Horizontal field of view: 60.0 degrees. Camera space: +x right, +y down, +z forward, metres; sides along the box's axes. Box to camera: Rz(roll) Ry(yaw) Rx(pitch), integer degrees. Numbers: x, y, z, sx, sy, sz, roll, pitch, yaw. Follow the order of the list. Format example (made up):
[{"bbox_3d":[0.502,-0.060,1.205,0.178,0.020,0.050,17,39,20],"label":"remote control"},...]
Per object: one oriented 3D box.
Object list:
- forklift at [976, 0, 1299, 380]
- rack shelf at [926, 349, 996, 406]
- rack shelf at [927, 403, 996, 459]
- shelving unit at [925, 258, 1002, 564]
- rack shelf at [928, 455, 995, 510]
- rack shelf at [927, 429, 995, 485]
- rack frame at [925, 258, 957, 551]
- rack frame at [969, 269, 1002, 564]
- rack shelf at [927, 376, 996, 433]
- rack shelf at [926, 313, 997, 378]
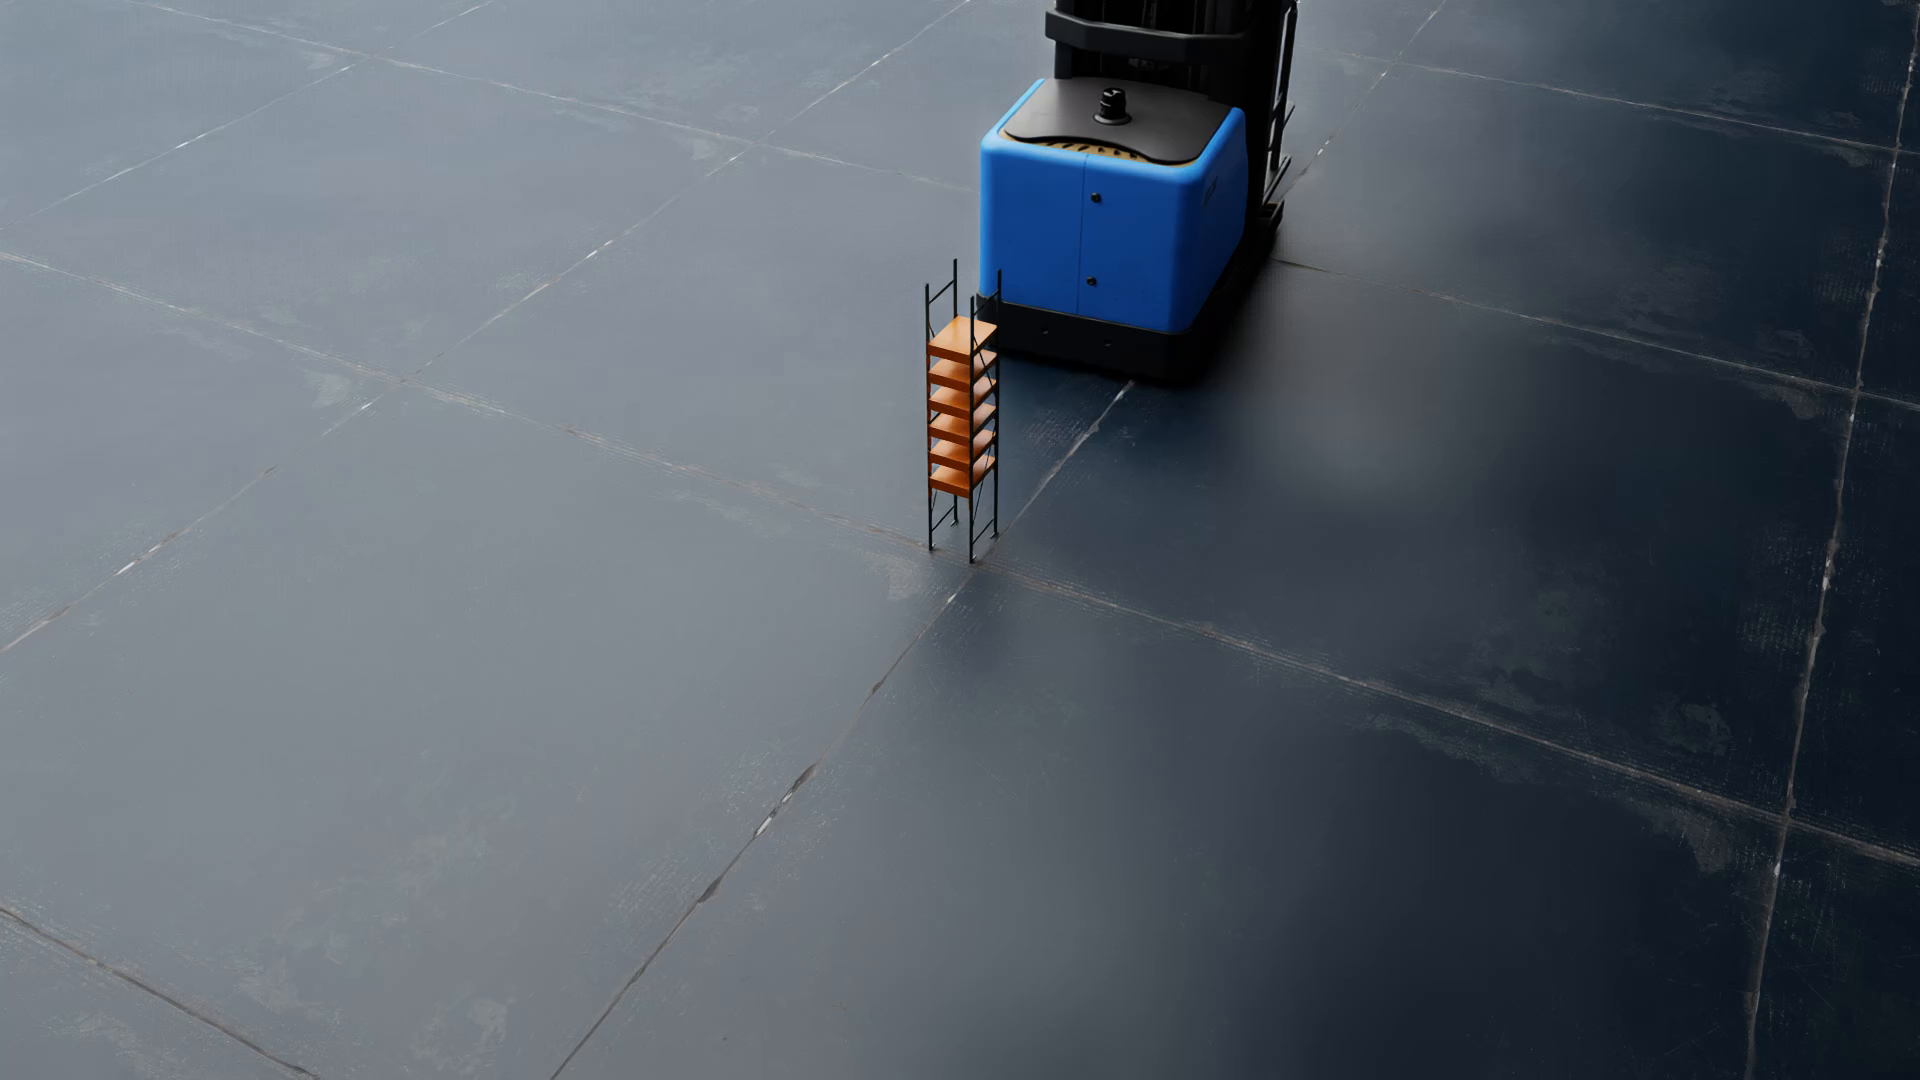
[{"bbox_3d":[1.090,-2.790,8.002,1.130,2.935,3.031,13,39,17],"label":"forklift"},{"bbox_3d":[0.013,-0.630,6.264,0.180,0.103,0.258,17,41,21],"label":"rack shelf"},{"bbox_3d":[0.013,-0.438,6.409,0.180,0.103,0.258,17,41,21],"label":"rack shelf"},{"bbox_3d":[0.013,-0.474,6.382,0.189,1.200,0.258,17,41,21],"label":"shelving unit"},{"bbox_3d":[0.013,-0.247,6.554,0.180,0.103,0.258,17,41,21],"label":"rack shelf"},{"bbox_3d":[0.013,-0.343,6.481,0.180,0.103,0.258,17,41,21],"label":"rack shelf"},{"bbox_3d":[-0.068,-0.499,6.415,0.006,1.200,0.240,17,41,21],"label":"rack frame"},{"bbox_3d":[0.094,-0.448,6.348,0.006,1.200,0.240,17,41,21],"label":"rack frame"},{"bbox_3d":[0.013,-0.534,6.336,0.180,0.103,0.258,17,41,21],"label":"rack shelf"},{"bbox_3d":[0.013,-0.725,6.191,0.180,0.103,0.258,17,41,21],"label":"rack shelf"}]
